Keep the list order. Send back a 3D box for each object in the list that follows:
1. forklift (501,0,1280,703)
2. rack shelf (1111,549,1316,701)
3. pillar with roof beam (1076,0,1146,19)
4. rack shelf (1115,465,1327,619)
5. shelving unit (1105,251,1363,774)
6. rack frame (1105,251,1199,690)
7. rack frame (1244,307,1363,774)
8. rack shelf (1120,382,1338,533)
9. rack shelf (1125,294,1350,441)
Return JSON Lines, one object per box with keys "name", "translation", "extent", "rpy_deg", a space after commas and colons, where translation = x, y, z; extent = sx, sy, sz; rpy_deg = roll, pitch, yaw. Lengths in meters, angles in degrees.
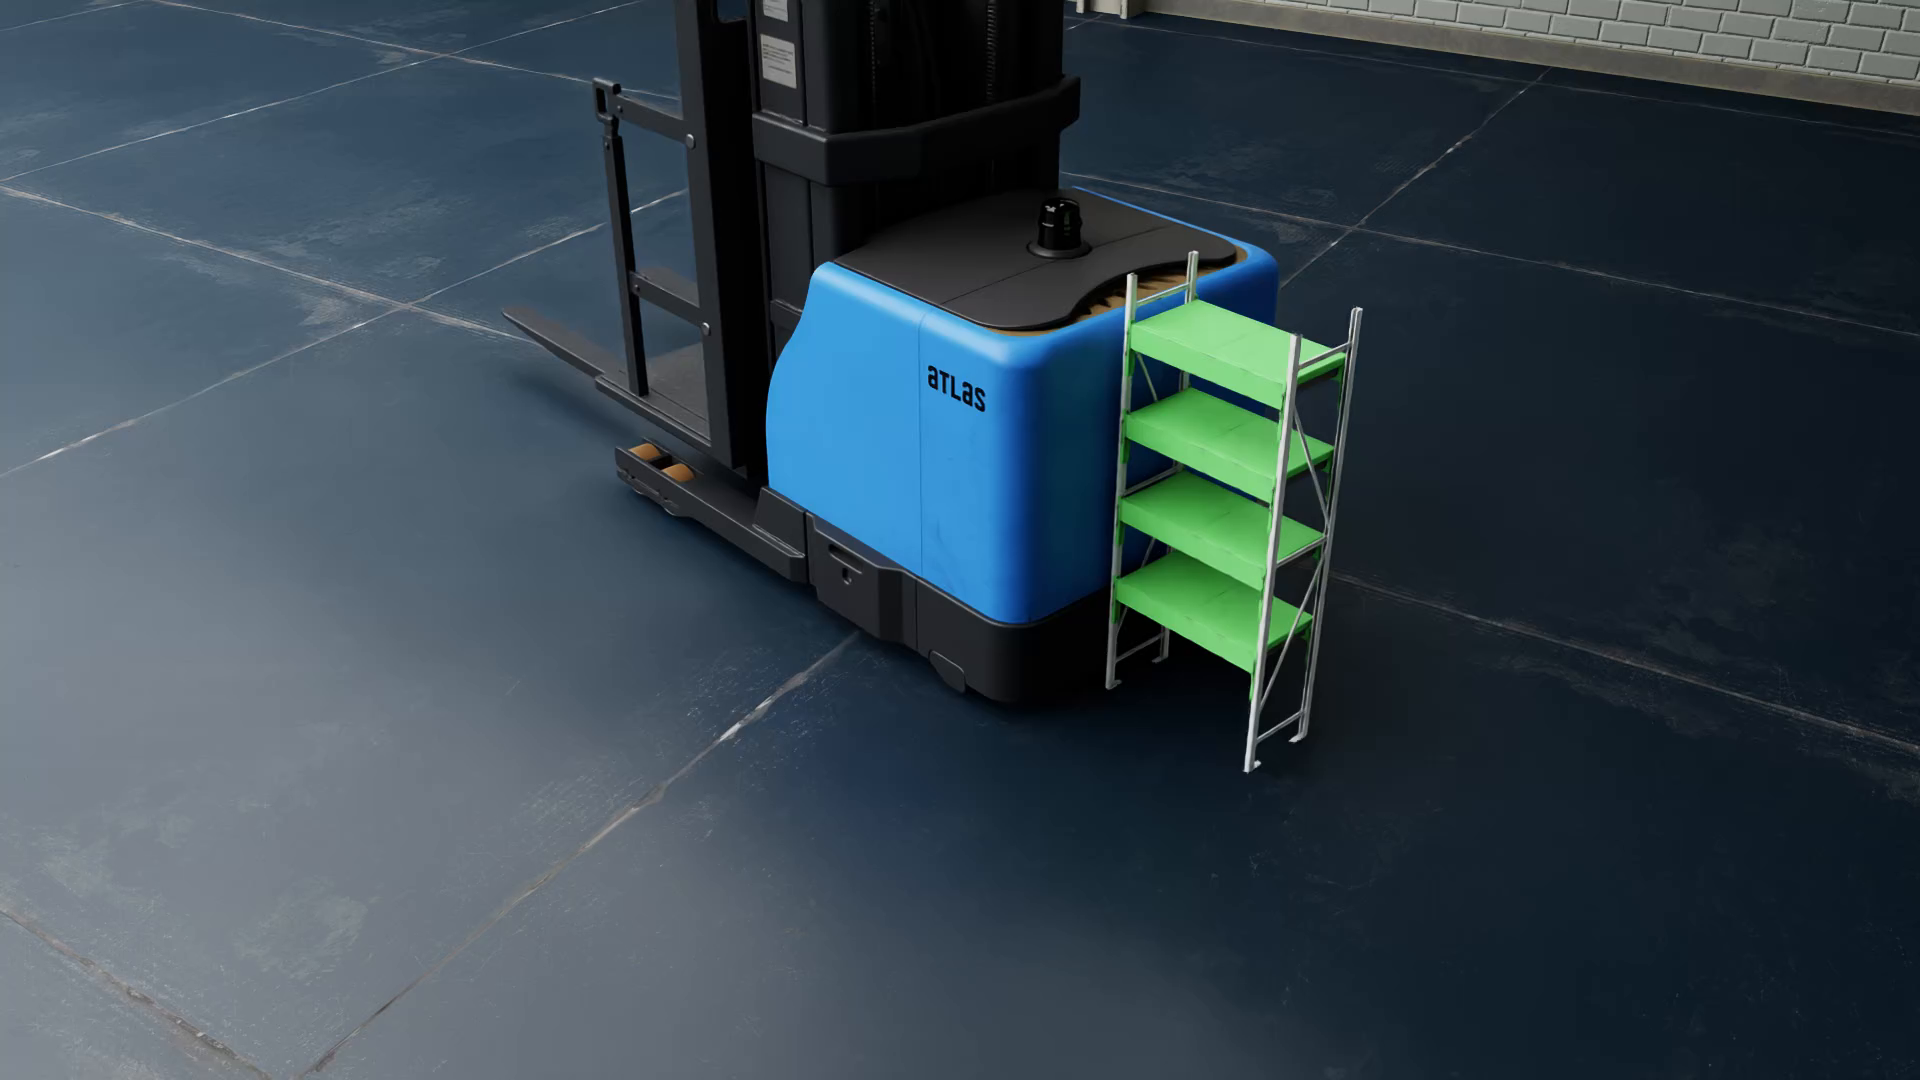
{"name": "forklift", "translation": [-0.485, -1.496, 4.905], "extent": [1.130, 2.935, 3.031], "rpy_deg": [-24, 38, -35]}
{"name": "rack shelf", "translation": [0.655, 0.204, 4.312], "extent": [0.258, 0.148, 0.480], "rpy_deg": [-24, 38, -35]}
{"name": "pillar with roof beam", "translation": [-1.235, -5.722, 6.128], "extent": [0.400, 9.000, 9.100], "rpy_deg": [18, 35, 27]}
{"name": "rack shelf", "translation": [0.655, -0.003, 4.191], "extent": [0.258, 0.148, 0.480], "rpy_deg": [-24, 38, -35]}
{"name": "shelving unit", "translation": [0.655, -0.058, 4.159], "extent": [0.258, 1.200, 0.503], "rpy_deg": [-24, 38, -35]}
{"name": "rack frame", "translation": [0.492, -0.150, 4.316], "extent": [0.240, 1.200, 0.015], "rpy_deg": [-24, 38, -35]}
{"name": "rack frame", "translation": [0.818, 0.033, 4.003], "extent": [0.240, 1.200, 0.015], "rpy_deg": [-24, 38, -35]}
{"name": "rack shelf", "translation": [0.655, -0.210, 4.071], "extent": [0.258, 0.148, 0.480], "rpy_deg": [-24, 38, -35]}
{"name": "rack shelf", "translation": [0.655, -0.418, 3.950], "extent": [0.258, 0.148, 0.480], "rpy_deg": [-24, 38, -35]}
